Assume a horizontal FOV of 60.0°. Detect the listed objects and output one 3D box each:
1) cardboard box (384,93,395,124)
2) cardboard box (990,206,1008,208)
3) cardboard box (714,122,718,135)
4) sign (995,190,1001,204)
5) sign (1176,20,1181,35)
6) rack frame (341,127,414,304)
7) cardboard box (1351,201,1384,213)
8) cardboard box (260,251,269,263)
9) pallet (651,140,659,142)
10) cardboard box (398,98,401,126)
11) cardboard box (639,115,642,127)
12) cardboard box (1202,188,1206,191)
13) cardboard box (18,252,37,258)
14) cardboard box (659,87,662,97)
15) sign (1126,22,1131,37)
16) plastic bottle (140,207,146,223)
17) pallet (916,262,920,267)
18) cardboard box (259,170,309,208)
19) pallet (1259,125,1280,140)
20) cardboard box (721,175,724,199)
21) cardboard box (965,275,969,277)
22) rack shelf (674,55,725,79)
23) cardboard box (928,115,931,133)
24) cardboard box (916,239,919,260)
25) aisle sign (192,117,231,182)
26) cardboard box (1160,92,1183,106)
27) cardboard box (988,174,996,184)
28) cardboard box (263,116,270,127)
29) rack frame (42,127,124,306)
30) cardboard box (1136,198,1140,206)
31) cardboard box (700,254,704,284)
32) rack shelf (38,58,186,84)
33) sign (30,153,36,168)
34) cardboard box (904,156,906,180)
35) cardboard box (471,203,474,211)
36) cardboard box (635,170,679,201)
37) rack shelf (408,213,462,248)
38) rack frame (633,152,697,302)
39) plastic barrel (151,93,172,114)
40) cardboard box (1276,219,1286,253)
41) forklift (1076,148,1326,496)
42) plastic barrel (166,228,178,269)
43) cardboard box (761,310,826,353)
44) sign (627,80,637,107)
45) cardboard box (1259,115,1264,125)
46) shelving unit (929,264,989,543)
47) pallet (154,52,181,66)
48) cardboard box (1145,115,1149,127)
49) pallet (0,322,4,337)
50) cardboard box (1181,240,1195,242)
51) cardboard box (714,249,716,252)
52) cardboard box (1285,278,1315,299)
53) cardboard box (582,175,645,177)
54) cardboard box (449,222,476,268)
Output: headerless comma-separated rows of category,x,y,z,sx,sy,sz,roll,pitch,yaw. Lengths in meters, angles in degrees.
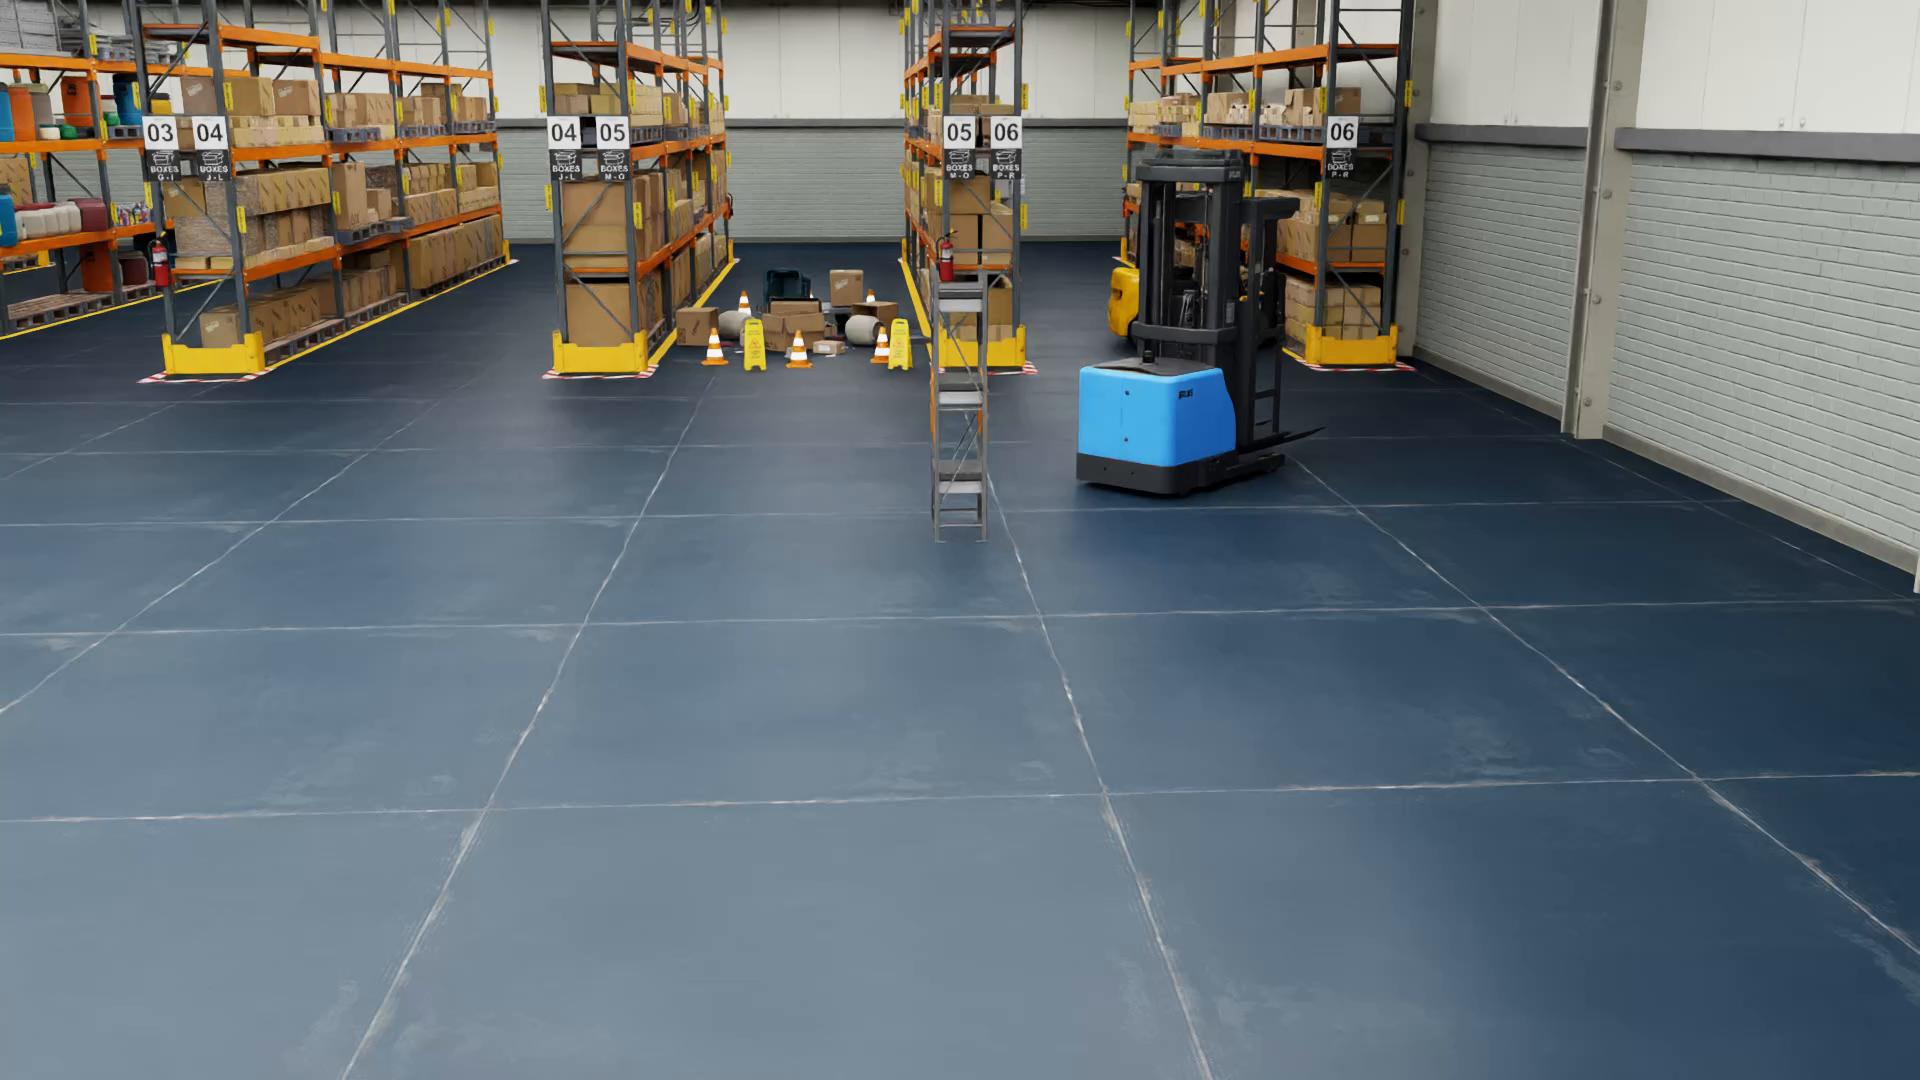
cardboard box,-9.829,-7.233,27.893,0.500,0.500,0.500,-1,14,-2
cardboard box,0.418,-4.464,23.558,0.500,0.500,0.500,-1,14,-5
cardboard box,-5.218,-8.404,33.950,0.500,0.250,0.500,0,14,-1
sign,0.572,-5.192,25.448,0.100,0.325,0.005,-1,14,-3
sign,4.796,-11.262,36.546,0.100,0.325,0.005,-1,14,-3
rack frame,-10.108,-5.604,28.788,1.000,3.000,0.127,-1,14,-3
cardboard box,5.425,-4.439,22.158,0.380,0.149,0.250,-1,14,-5
cardboard box,-9.425,-3.754,22.102,0.380,0.149,0.250,-1,14,-3
pallet,-5.010,-6.248,25.655,0.805,0.209,1.217,-1,15,-6
cardboard box,-10.359,-7.673,29.763,0.500,0.500,0.500,0,14,0
cardboard box,-4.405,-5.528,21.932,0.380,0.149,0.250,-1,14,-3
cardboard box,4.462,-6.113,29.265,0.380,0.149,0.250,0,14,-2
cardboard box,-20.212,-6.313,35.676,0.500,0.500,0.500,-1,14,-3
cardboard box,-4.563,-6.544,24.280,0.380,0.149,0.250,-1,14,-4
sign,3.699,-11.212,36.510,0.100,0.325,0.005,-1,14,-3
plastic bottle,-14.782,-5.872,30.062,0.061,0.283,0.133,-1,14,-3
pallet,-0.434,-5.592,34.336,1.003,0.211,1.213,-1,14,-3
cardboard box,-9.496,-4.930,23.362,0.500,0.500,0.500,-1,14,-3
pallet,5.063,-6.038,24.632,1.003,0.211,1.213,-1,14,-3
cardboard box,-5.295,-7.476,35.264,0.500,0.500,0.500,-1,14,-3
cardboard box,-0.127,-3.584,24.108,0.500,0.500,0.500,0,14,-1
rack shelf,-5.523,-9.703,34.130,1.077,0.370,4.000,-1,14,-3
cardboard box,-0.216,-6.173,24.682,0.500,0.250,0.500,-1,14,-5
cardboard box,-0.453,-6.095,34.994,0.875,0.438,0.875,-1,14,-5
aisle sign,-9.309,-4.863,20.689,0.394,0.787,0.004,-1,14,-3
cardboard box,4.159,-8.677,32.742,0.396,0.266,0.258,-1,14,-4
cardboard box,0.354,-5.595,25.809,0.380,0.149,0.250,-1,14,-4
cardboard box,-9.446,-5.584,22.189,0.380,0.149,0.250,-2,15,-6
rack frame,-15.052,-5.528,28.491,1.000,3.000,0.127,-1,14,-3
cardboard box,4.018,-7.295,35.865,0.380,0.149,0.250,-1,14,-5
cardboard box,-4.975,-4.953,30.432,0.500,0.500,0.500,-1,14,-3
rack shelf,-15.176,-8.388,29.816,1.077,0.370,4.000,-1,14,-3
sign,-19.936,-8.159,35.760,0.100,0.325,0.005,-1,14,-3
cardboard box,-0.968,-8.156,36.497,0.500,0.500,0.500,-1,14,-5
cardboard box,-10.094,-6.752,33.754,0.380,0.149,0.250,-1,14,-5
cardboard box,-5.101,-5.951,27.927,0.700,0.500,0.500,-1,14,-4
rack shelf,-10.232,-5.753,30.811,1.077,0.370,4.000,-1,14,-3
rack frame,-5.152,-5.656,28.988,1.000,3.000,0.127,-1,14,-3
plastic barrel,-15.040,-8.046,31.037,0.600,0.588,0.600,0,14,0
cardboard box,4.843,-4.393,23.881,0.500,0.500,0.500,-1,14,-3
forklift,2.387,-2.101,15.311,1.130,2.935,3.031,12,19,40
plastic barrel,-15.283,-5.574,32.039,0.600,0.901,0.708,-1,14,-3
cardboard box,-2.357,-2.956,23.506,0.797,0.503,0.637,-13,20,-42
sign,-4.102,-5.587,20.790,0.100,0.325,0.005,-1,14,-3
cardboard box,4.709,-6.306,24.958,0.380,0.149,0.250,-1,14,-2
shelving unit,-0.010,-1.058,12.925,0.431,2.100,0.503,-1,14,-3
pallet,-15.218,-8.937,30.885,1.003,0.211,1.213,-1,14,-3
cardboard box,4.146,-8.726,34.607,0.500,0.250,0.500,-1,14,-2
pallet,-14.804,-3.015,24.320,1.003,0.211,1.213,-1,14,-3
cardboard box,4.435,-5.653,31.848,0.380,0.149,0.250,-1,14,-3
cardboard box,-5.266,-5.970,34.490,0.380,0.149,0.250,0,14,-1
cardboard box,4.814,-3.563,23.523,0.500,0.250,0.500,-1,14,-3
cardboard box,-4.828,-4.761,23.043,0.875,0.550,0.500,-1,14,-3
cardboard box,-10.317,-5.939,33.509,0.875,0.875,0.875,-1,14,-3
